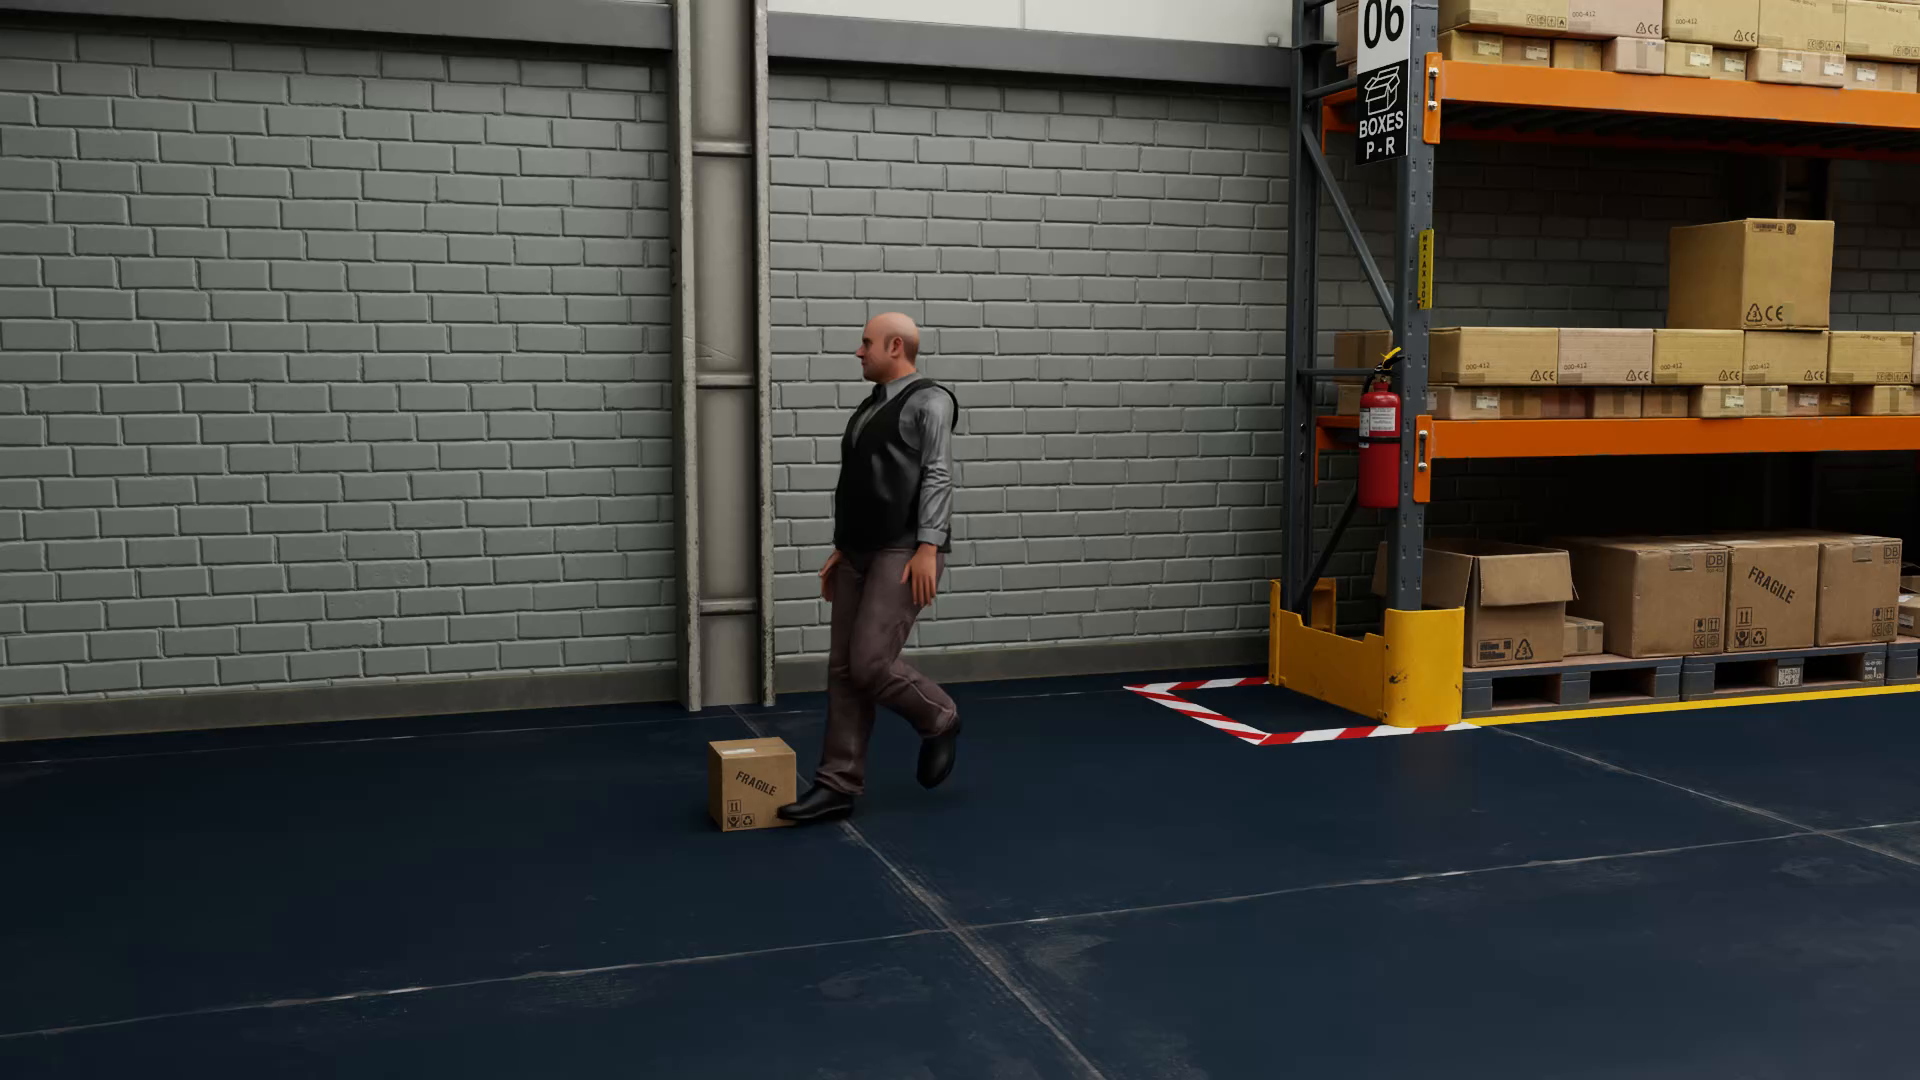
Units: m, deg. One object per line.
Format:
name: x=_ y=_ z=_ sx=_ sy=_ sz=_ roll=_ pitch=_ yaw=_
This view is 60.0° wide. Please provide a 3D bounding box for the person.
person: x=-0.337 y=0.079 z=5.638 sx=0.675 sy=1.699 sz=0.603 roll=-4 pitch=7 yaw=-34
